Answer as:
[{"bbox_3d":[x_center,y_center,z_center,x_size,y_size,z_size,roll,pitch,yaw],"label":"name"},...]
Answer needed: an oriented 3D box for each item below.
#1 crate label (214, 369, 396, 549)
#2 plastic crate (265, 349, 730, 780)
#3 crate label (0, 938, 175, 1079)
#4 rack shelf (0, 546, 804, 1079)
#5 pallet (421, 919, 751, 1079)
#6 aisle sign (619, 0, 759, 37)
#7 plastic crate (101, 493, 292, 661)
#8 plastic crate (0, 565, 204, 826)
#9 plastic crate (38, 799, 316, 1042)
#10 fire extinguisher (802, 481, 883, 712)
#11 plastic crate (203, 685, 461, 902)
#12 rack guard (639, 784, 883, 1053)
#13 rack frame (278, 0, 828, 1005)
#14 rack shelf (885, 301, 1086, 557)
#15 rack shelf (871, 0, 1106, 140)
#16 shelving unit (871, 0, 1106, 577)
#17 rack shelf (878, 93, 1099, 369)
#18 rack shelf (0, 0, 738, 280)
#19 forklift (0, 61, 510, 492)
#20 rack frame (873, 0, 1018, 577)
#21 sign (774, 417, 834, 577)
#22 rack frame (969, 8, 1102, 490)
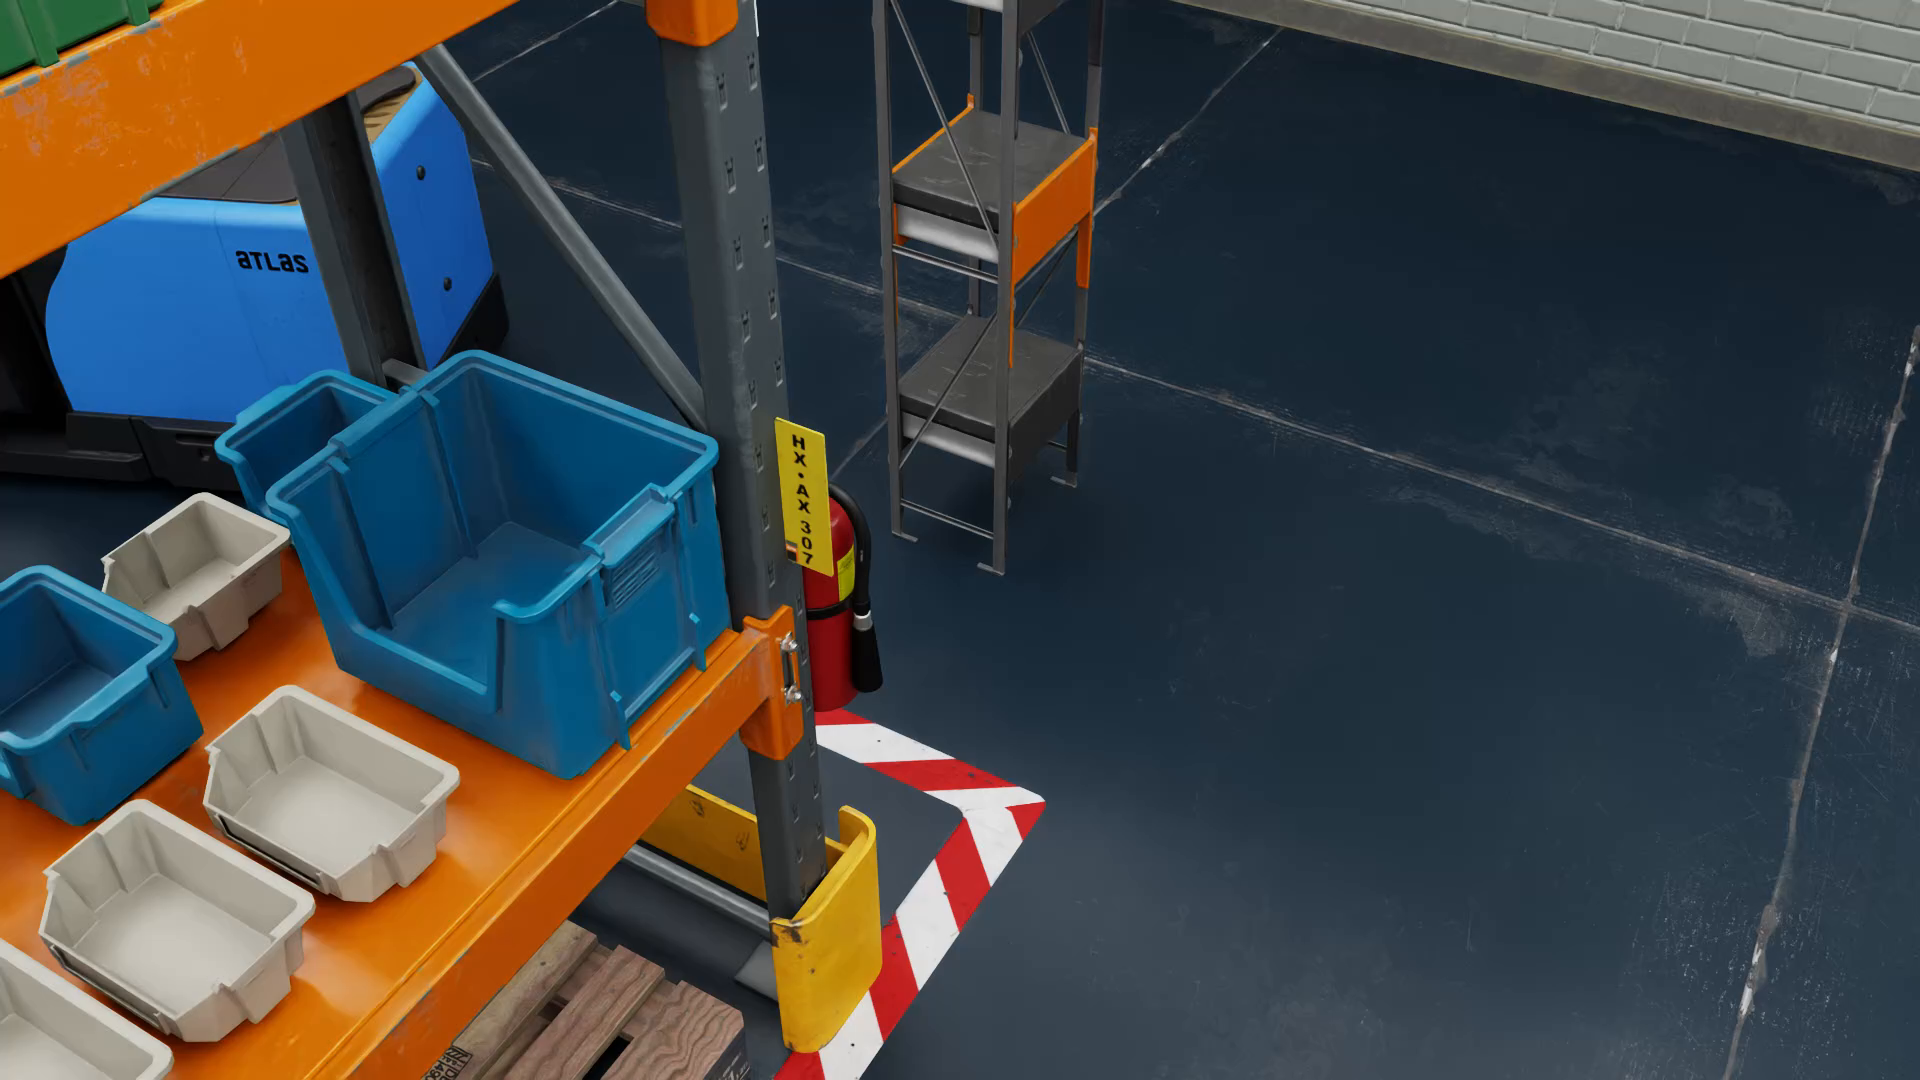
[{"bbox_3d":[-1.167,-0.110,3.187,0.416,0.233,0.303,21,45,22],"label":"crate label"},{"bbox_3d":[-0.764,0.035,2.869,0.616,0.435,0.499,21,45,22],"label":"plastic crate"},{"bbox_3d":[-1.285,0.748,2.285,0.396,0.136,0.243,21,45,22],"label":"crate label"},{"bbox_3d":[-1.759,1.231,2.126,1.077,0.370,4.000,21,45,22],"label":"rack shelf"},{"bbox_3d":[-1.204,1.323,3.588,1.003,0.211,1.213,21,45,22],"label":"pallet"},{"bbox_3d":[-0.469,-1.103,2.266,0.394,0.787,0.004,21,45,22],"label":"aisle sign"},{"bbox_3d":[-1.399,0.082,3.041,0.250,0.136,0.298,21,45,22],"label":"plastic crate"},{"bbox_3d":[-1.496,0.266,2.759,0.416,0.233,0.300,21,45,22],"label":"plastic crate"},{"bbox_3d":[-1.167,0.581,2.475,0.396,0.136,0.243,21,45,22],"label":"plastic crate"},{"bbox_3d":[-0.289,0.050,3.264,0.296,0.674,0.183,21,45,22],"label":"fire extinguisher"},{"bbox_3d":[-1.009,0.420,2.658,0.396,0.136,0.243,21,45,22],"label":"plastic crate"},{"bbox_3d":[-0.757,0.737,4.035,1.175,0.500,0.348,21,45,22],"label":"rack guard"},{"bbox_3d":[-0.758,-0.183,3.188,1.000,3.000,0.127,21,45,22],"label":"rack frame"},{"bbox_3d":[0.083,-0.347,5.135,0.431,0.518,0.480,21,45,22],"label":"rack shelf"},{"bbox_3d":[0.083,-1.398,4.210,0.431,0.518,0.480,21,45,22],"label":"rack shelf"},{"bbox_3d":[0.083,-0.883,4.664,0.431,2.100,0.503,21,45,22],"label":"shelving unit"},{"bbox_3d":[0.083,-0.872,4.673,0.431,0.518,0.480,21,45,22],"label":"rack shelf"},{"bbox_3d":[-1.759,0.106,1.135,1.077,0.370,4.000,21,45,22],"label":"rack shelf"},{"bbox_3d":[-3.182,-1.645,4.900,3.031,2.935,1.130,5,42,5],"label":"forklift"},{"bbox_3d":[-0.039,-0.743,4.505,0.400,2.100,0.015,21,45,22],"label":"rack frame"},{"bbox_3d":[-0.274,-0.072,2.938,0.100,0.325,0.005,21,45,22],"label":"sign"},{"bbox_3d":[0.205,-1.022,4.822,0.400,2.100,0.015,21,45,22],"label":"rack frame"}]
